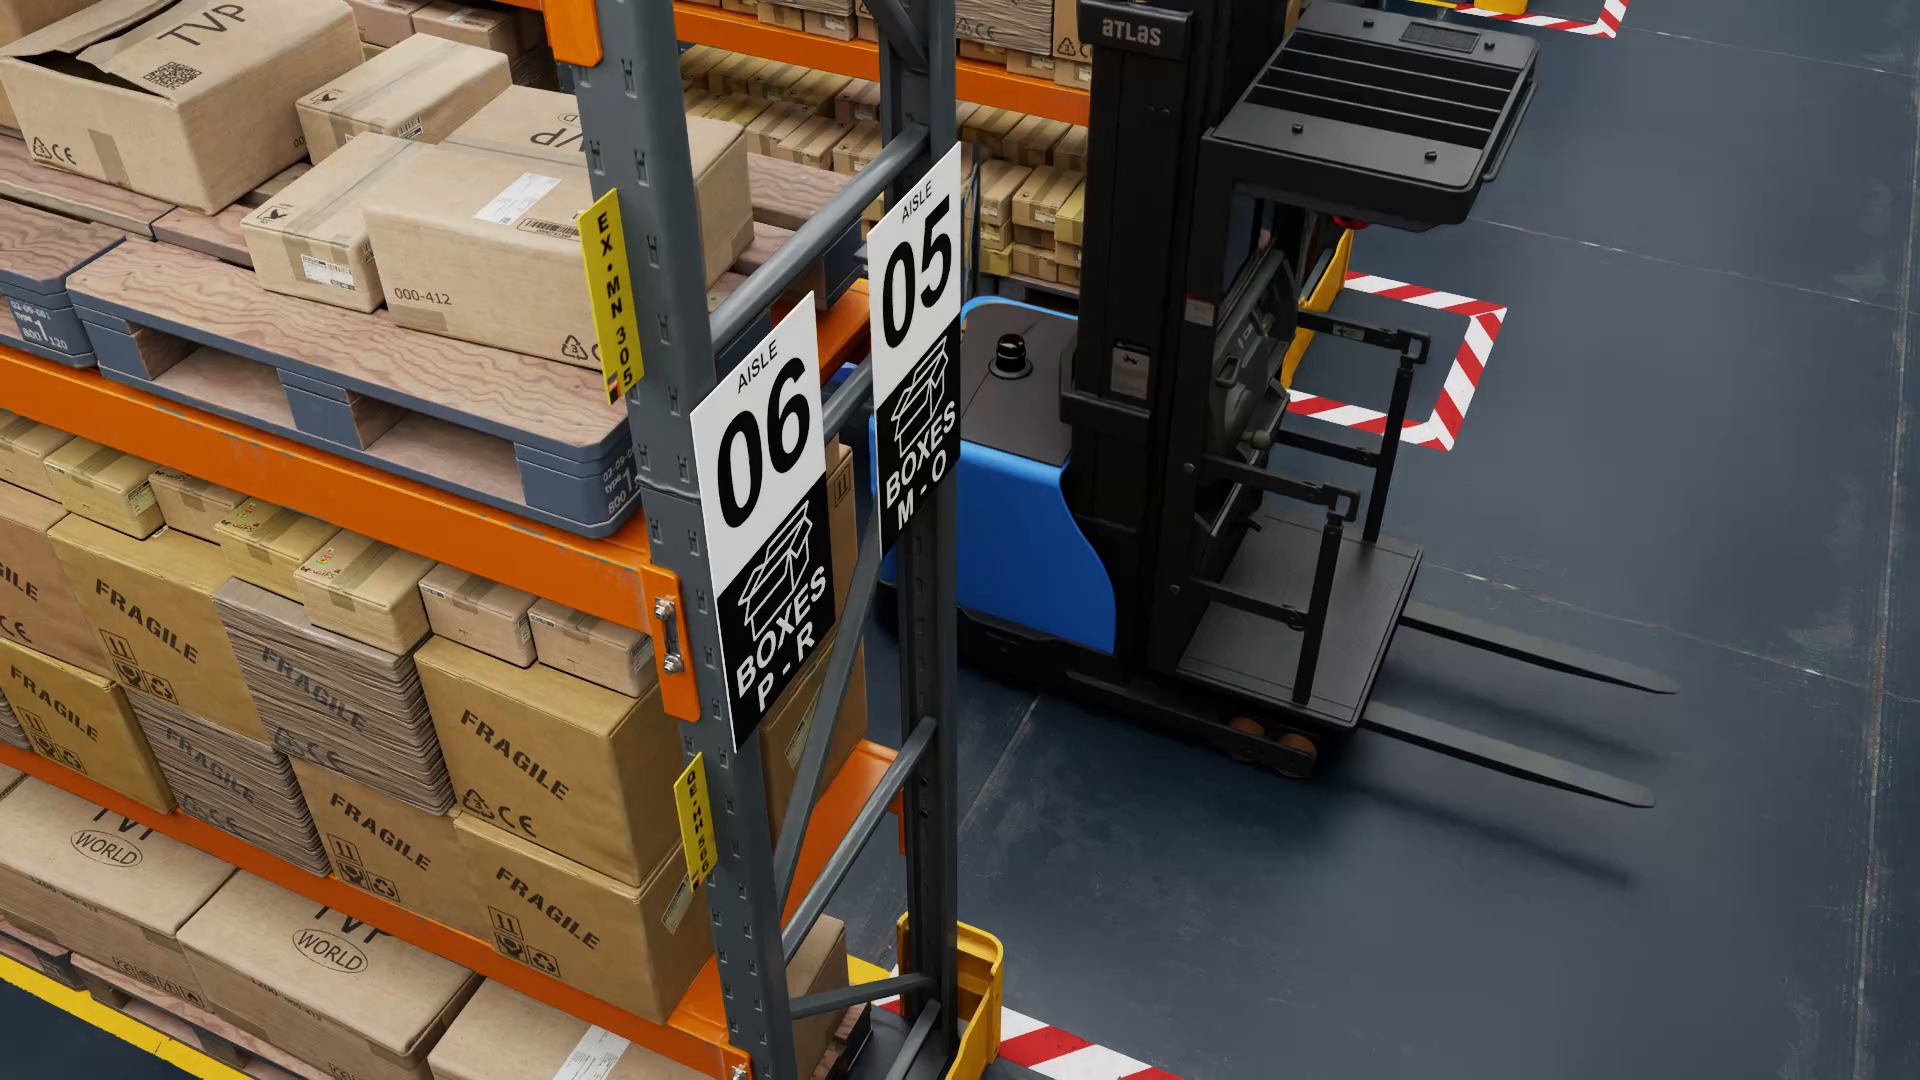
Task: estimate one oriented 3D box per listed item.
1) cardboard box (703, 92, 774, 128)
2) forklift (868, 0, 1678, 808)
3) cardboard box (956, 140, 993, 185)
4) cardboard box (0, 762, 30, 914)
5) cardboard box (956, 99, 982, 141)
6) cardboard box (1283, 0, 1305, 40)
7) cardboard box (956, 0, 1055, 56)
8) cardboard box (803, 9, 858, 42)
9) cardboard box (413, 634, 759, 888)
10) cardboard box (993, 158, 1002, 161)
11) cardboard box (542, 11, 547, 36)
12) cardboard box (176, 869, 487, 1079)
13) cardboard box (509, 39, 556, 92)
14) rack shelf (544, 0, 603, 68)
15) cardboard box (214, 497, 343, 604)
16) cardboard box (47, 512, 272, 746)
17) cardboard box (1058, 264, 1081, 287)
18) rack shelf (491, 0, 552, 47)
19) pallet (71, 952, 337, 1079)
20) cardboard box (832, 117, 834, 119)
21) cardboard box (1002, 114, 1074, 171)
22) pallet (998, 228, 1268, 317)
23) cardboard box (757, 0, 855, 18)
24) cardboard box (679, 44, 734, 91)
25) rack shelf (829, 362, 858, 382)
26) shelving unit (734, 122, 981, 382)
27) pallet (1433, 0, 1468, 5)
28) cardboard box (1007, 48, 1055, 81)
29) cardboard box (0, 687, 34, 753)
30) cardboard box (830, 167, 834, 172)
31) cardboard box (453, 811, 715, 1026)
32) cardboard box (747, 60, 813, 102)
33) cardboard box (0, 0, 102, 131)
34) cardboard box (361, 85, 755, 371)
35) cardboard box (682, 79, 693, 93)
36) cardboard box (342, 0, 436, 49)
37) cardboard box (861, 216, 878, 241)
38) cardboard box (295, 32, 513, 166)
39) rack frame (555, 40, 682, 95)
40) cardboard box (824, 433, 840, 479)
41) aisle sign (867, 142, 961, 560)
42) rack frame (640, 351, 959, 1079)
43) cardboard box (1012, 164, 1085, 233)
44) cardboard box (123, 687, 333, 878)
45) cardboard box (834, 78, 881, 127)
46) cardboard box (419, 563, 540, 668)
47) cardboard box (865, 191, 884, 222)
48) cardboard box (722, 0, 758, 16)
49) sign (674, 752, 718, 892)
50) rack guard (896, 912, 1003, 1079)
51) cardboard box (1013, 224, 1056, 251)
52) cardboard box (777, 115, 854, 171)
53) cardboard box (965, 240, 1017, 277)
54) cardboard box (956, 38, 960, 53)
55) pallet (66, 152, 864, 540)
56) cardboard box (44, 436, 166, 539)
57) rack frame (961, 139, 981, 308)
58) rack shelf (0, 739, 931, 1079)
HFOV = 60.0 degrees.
[{"bbox_3d":[-1.196,-2.246,8.953,0.250,0.149,0.380,16,44,18],"label":"cardboard box"},{"bbox_3d":[1.203,-0.619,5.726,3.031,2.935,1.130,17,44,19],"label":"forklift"},{"bbox_3d":[-0.016,-1.895,8.548,0.250,0.149,0.380,16,43,17],"label":"cardboard box"},{"bbox_3d":[-3.373,0.702,5.785,0.875,0.438,0.875,16,44,18],"label":"cardboard box"},{"bbox_3d":[-0.071,-2.222,8.925,0.250,0.149,0.380,17,44,19],"label":"cardboard box"},{"bbox_3d":[1.214,-2.325,7.339,0.500,0.500,0.500,18,44,19],"label":"cardboard box"},{"bbox_3d":[0.286,-2.605,7.662,0.500,0.500,0.500,17,44,19],"label":"cardboard box"},{"bbox_3d":[-0.563,-2.607,8.160,0.250,0.149,0.380,19,44,20],"label":"cardboard box"},{"bbox_3d":[-0.809,0.355,3.710,0.500,0.500,0.500,18,44,20],"label":"cardboard box"},{"bbox_3d":[0.149,-2.022,8.922,0.250,0.149,0.380,19,44,21],"label":"cardboard box"},{"bbox_3d":[-2.453,-3.170,9.632,0.500,0.250,0.500,15,43,17],"label":"cardboard box"},{"bbox_3d":[-1.745,1.201,5.210,0.875,0.438,0.875,18,44,20],"label":"cardboard box"},{"bbox_3d":[-2.672,-2.580,9.525,0.500,0.500,0.500,16,43,18],"label":"cardboard box"},{"bbox_3d":[-2.084,-1.635,3.120,4.000,0.370,1.077,17,44,19],"label":"rack shelf"},{"bbox_3d":[-1.402,-0.050,3.683,0.250,0.149,0.380,18,44,20],"label":"cardboard box"},{"bbox_3d":[-1.742,0.089,4.017,0.500,0.500,0.500,17,44,18],"label":"cardboard box"},{"bbox_3d":[0.686,-1.442,8.479,0.250,0.149,0.380,17,44,18],"label":"cardboard box"},{"bbox_3d":[-3.708,-3.593,9.654,4.000,0.370,1.077,17,44,19],"label":"rack shelf"},{"bbox_3d":[-2.131,1.303,5.586,1.213,0.211,1.003,17,44,19],"label":"pallet"},{"bbox_3d":[-0.789,-2.347,9.297,0.250,0.149,0.380,17,44,19],"label":"cardboard box"},{"bbox_3d":[0.417,-2.109,8.795,0.250,0.149,0.380,19,44,20],"label":"cardboard box"},{"bbox_3d":[0.940,-1.416,8.723,1.213,0.211,1.003,17,44,19],"label":"pallet"},{"bbox_3d":[-0.660,-2.881,7.980,0.500,0.500,0.500,16,43,18],"label":"cardboard box"},{"bbox_3d":[-1.463,-2.673,9.446,0.250,0.149,0.380,18,44,20],"label":"cardboard box"},{"bbox_3d":[-0.468,-0.841,7.350,1.000,0.185,0.538,6,41,7],"label":"rack shelf"},{"bbox_3d":[-0.468,-0.977,7.233,1.048,1.500,0.538,6,41,7],"label":"shelving unit"},{"bbox_3d":[3.161,-4.240,11.981,1.213,0.211,1.003,17,44,19],"label":"pallet"},{"bbox_3d":[0.404,-2.330,7.839,0.250,0.149,0.380,15,43,17],"label":"cardboard box"},{"bbox_3d":[-2.680,0.186,4.669,0.500,0.500,0.500,17,44,19],"label":"cardboard box"},{"bbox_3d":[-0.716,-1.985,8.879,0.250,0.149,0.380,19,44,21],"label":"cardboard box"},{"bbox_3d":[-0.821,0.749,4.020,0.500,0.500,0.500,17,44,19],"label":"cardboard box"},{"bbox_3d":[-0.986,-2.561,9.316,0.250,0.149,0.380,17,44,18],"label":"cardboard box"},{"bbox_3d":[-2.035,-1.252,3.641,0.500,0.500,0.500,18,44,19],"label":"cardboard box"},{"bbox_3d":[-0.717,-0.582,3.058,0.500,0.250,0.500,13,43,15],"label":"cardboard box"},{"bbox_3d":[-1.671,-2.399,9.129,0.250,0.149,0.380,19,44,20],"label":"cardboard box"},{"bbox_3d":[-3.137,-3.015,9.453,0.500,0.250,0.500,19,44,21],"label":"cardboard box"},{"bbox_3d":[-0.508,-1.765,8.853,0.250,0.149,0.380,16,43,17],"label":"cardboard box"},{"bbox_3d":[-1.160,-0.910,3.514,0.250,0.149,0.380,19,44,20],"label":"cardboard box"},{"bbox_3d":[-1.895,-3.311,8.780,0.127,3.000,1.000,17,44,19],"label":"rack frame"},{"bbox_3d":[-0.476,-0.160,3.810,0.250,0.149,0.380,18,44,20],"label":"cardboard box"},{"bbox_3d":[-0.084,-0.372,3.404,0.004,0.787,0.394,17,44,19],"label":"aisle sign"},{"bbox_3d":[-0.272,0.763,4.080,0.127,3.000,1.000,17,44,19],"label":"rack frame"},{"bbox_3d":[0.443,-1.715,8.340,0.250,0.149,0.380,15,43,17],"label":"cardboard box"},{"bbox_3d":[-1.739,0.464,4.348,0.500,0.500,0.500,18,44,20],"label":"cardboard box"},{"bbox_3d":[-0.499,-2.423,9.157,0.250,0.149,0.380,15,43,17],"label":"cardboard box"},{"bbox_3d":[-0.922,0.066,3.549,0.250,0.149,0.380,18,44,19],"label":"cardboard box"},{"bbox_3d":[-0.301,-1.794,8.659,0.250,0.149,0.380,17,44,19],"label":"cardboard box"},{"bbox_3d":[-1.004,-2.794,8.376,0.250,0.149,0.380,15,43,17],"label":"cardboard box"},{"bbox_3d":[-0.514,0.554,3.256,0.005,0.325,0.100,17,44,19],"label":"sign"},{"bbox_3d":[-0.250,1.714,4.891,0.348,0.500,1.175,17,44,19],"label":"rack guard"},{"bbox_3d":[0.459,-1.652,8.495,0.250,0.149,0.380,16,44,18],"label":"cardboard box"},{"bbox_3d":[-0.754,-2.069,8.748,0.250,0.149,0.380,18,44,20],"label":"cardboard box"},{"bbox_3d":[0.199,-1.536,8.588,0.250,0.149,0.380,15,43,17],"label":"cardboard box"},{"bbox_3d":[-0.063,-2.504,8.040,0.250,0.149,0.380,18,44,19],"label":"cardboard box"},{"bbox_3d":[-0.948,-0.536,3.356,1.213,0.211,1.003,17,44,19],"label":"pallet"},{"bbox_3d":[-1.861,-0.199,3.855,0.250,0.149,0.380,18,44,20],"label":"cardboard box"},{"bbox_3d":[0.034,-0.927,7.175,0.032,1.500,0.500,6,41,7],"label":"rack frame"},{"bbox_3d":[-2.084,0.481,4.954,4.000,0.370,1.077,17,44,19],"label":"rack shelf"}]
